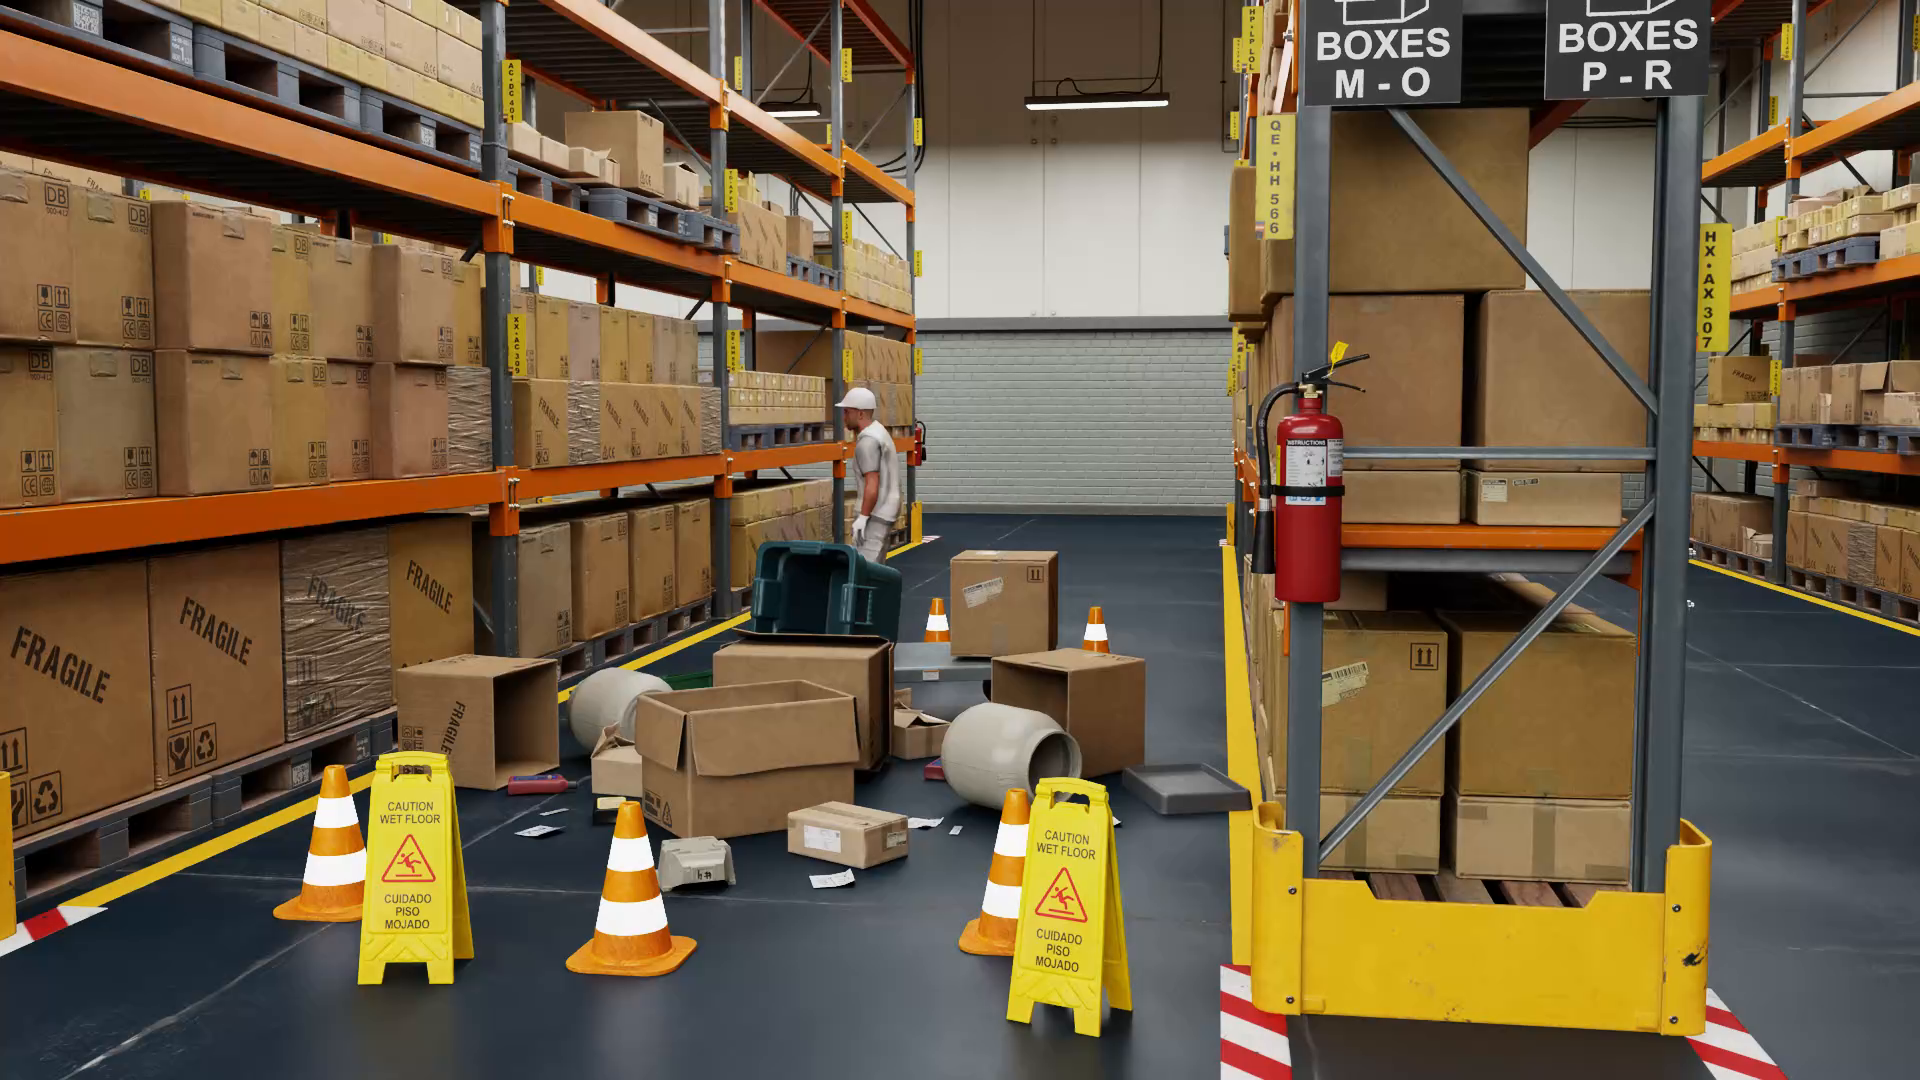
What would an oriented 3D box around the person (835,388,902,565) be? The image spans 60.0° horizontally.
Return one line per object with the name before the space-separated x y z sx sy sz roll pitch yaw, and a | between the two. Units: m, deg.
person | -0.616 -0.136 11.238 0.446 1.780 0.620 0 4 5
